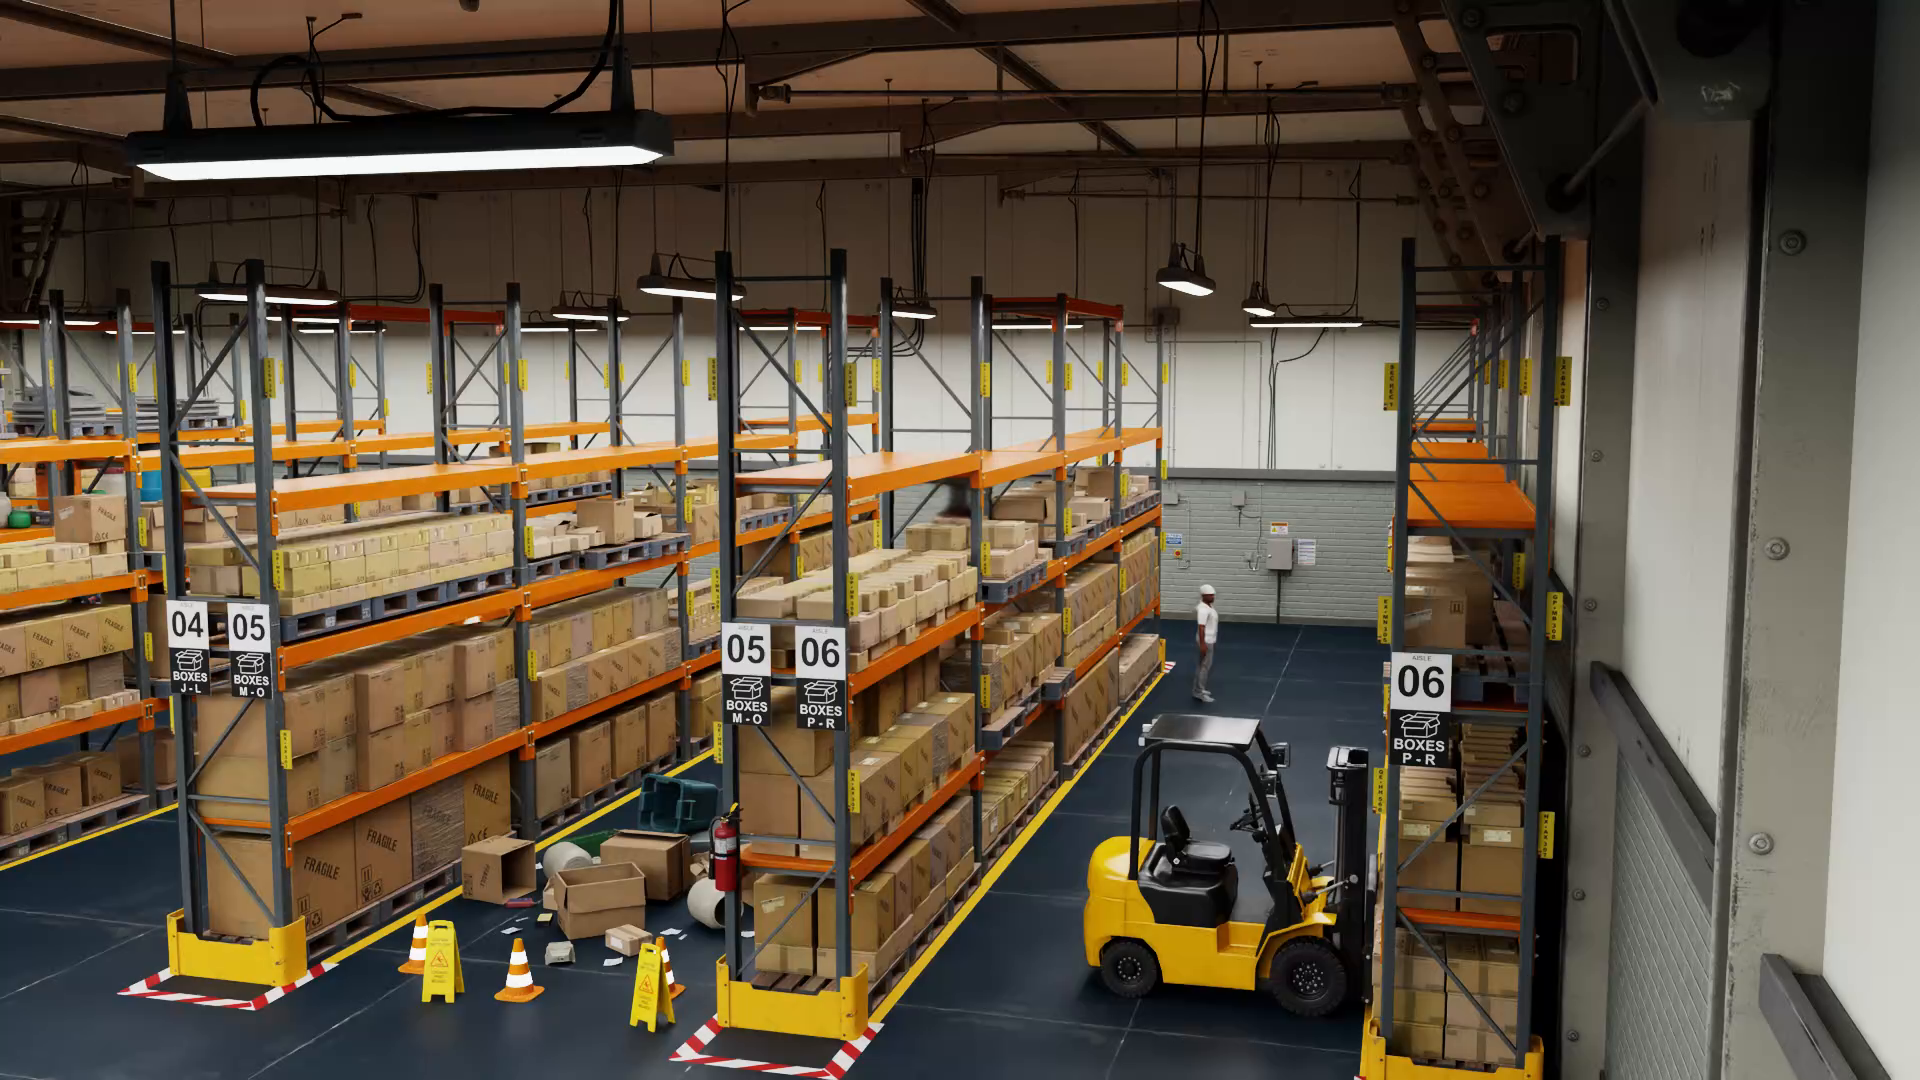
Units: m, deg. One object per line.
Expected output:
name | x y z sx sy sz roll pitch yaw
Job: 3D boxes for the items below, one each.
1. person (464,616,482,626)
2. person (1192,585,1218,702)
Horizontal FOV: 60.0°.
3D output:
person | -6.651 1.889 22.889 0.669 1.731 1.018 1 6 13
person | 3.783 1.580 25.676 0.373 1.794 0.646 1 6 9
